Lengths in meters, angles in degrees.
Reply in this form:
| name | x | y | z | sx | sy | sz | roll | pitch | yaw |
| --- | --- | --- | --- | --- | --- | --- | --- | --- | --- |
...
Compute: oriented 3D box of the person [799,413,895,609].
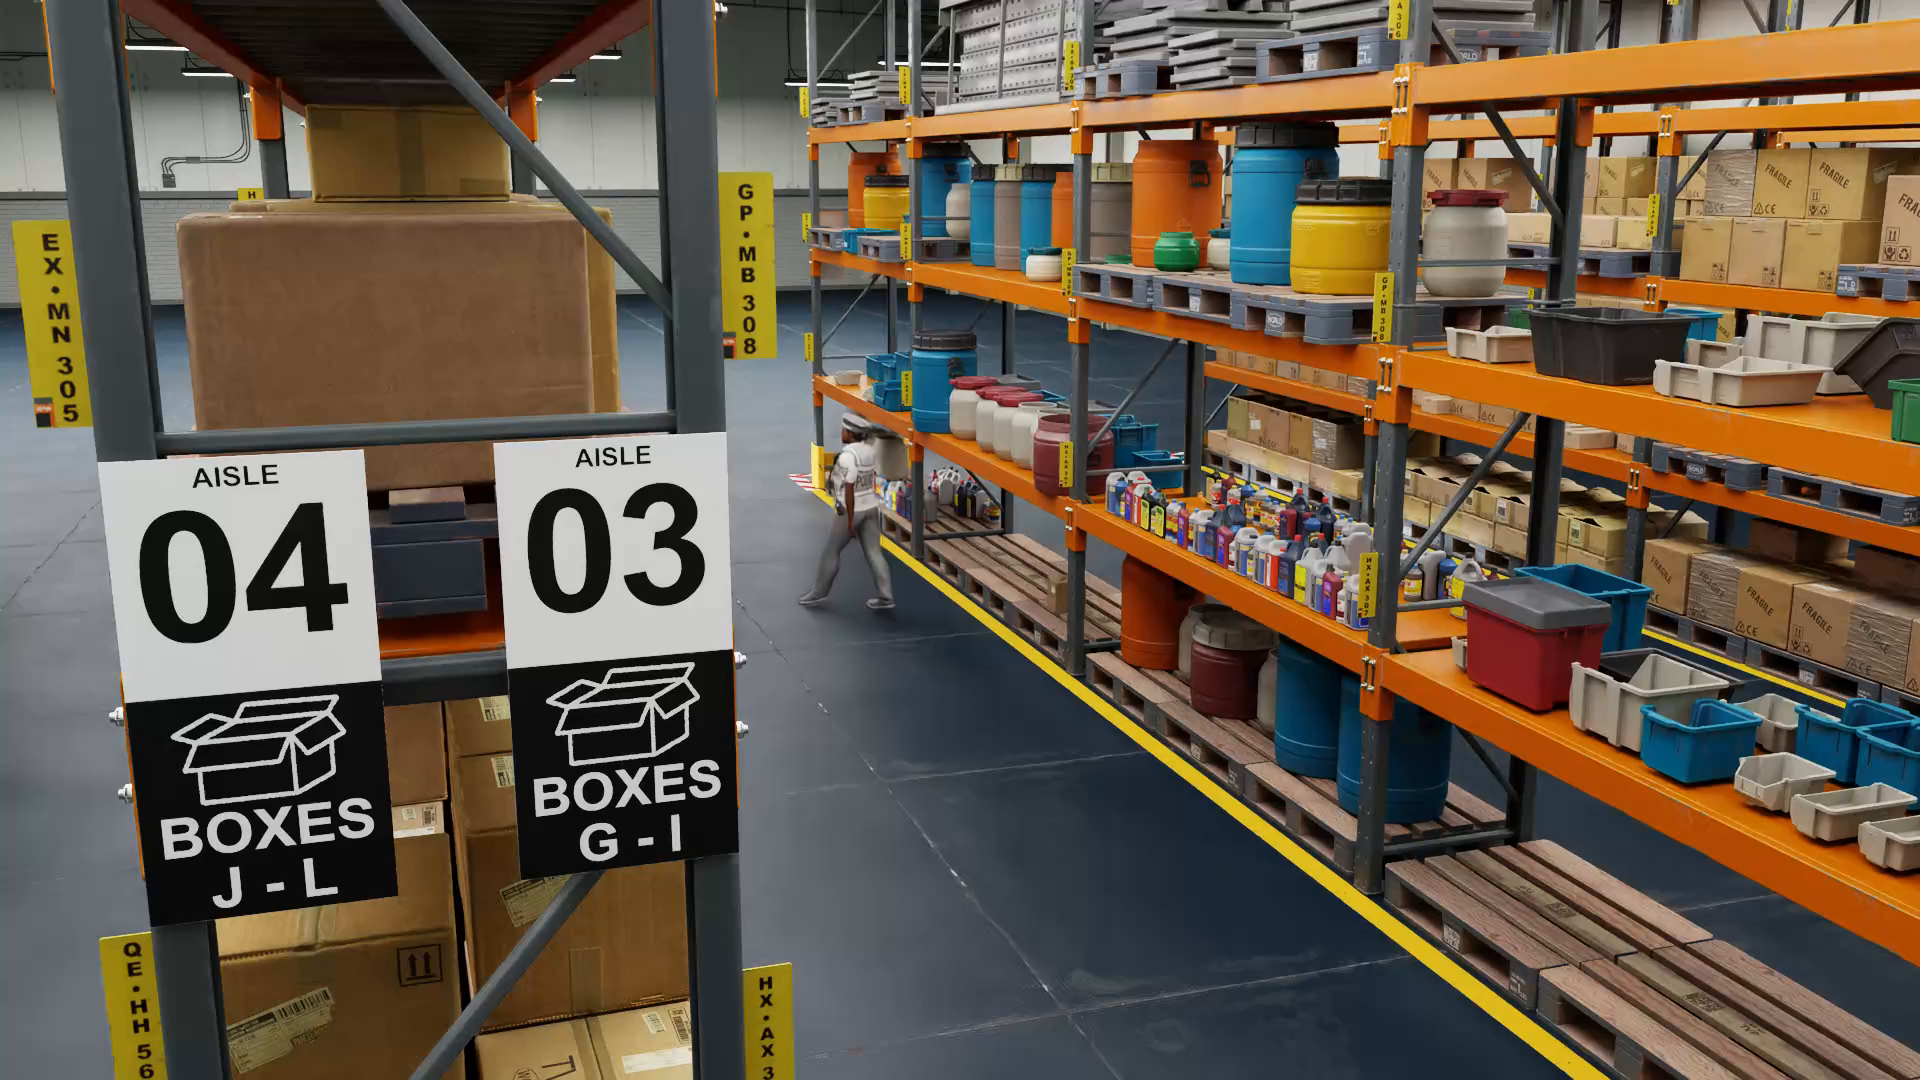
| name | x | y | z | sx | sy | sz | roll | pitch | yaw |
| --- | --- | --- | --- | --- | --- | --- | --- | --- | --- |
| person | -0.939 | -0.240 | 13.981 | 0.902 | 1.652 | 0.460 | 8 | 15 | 33 |
